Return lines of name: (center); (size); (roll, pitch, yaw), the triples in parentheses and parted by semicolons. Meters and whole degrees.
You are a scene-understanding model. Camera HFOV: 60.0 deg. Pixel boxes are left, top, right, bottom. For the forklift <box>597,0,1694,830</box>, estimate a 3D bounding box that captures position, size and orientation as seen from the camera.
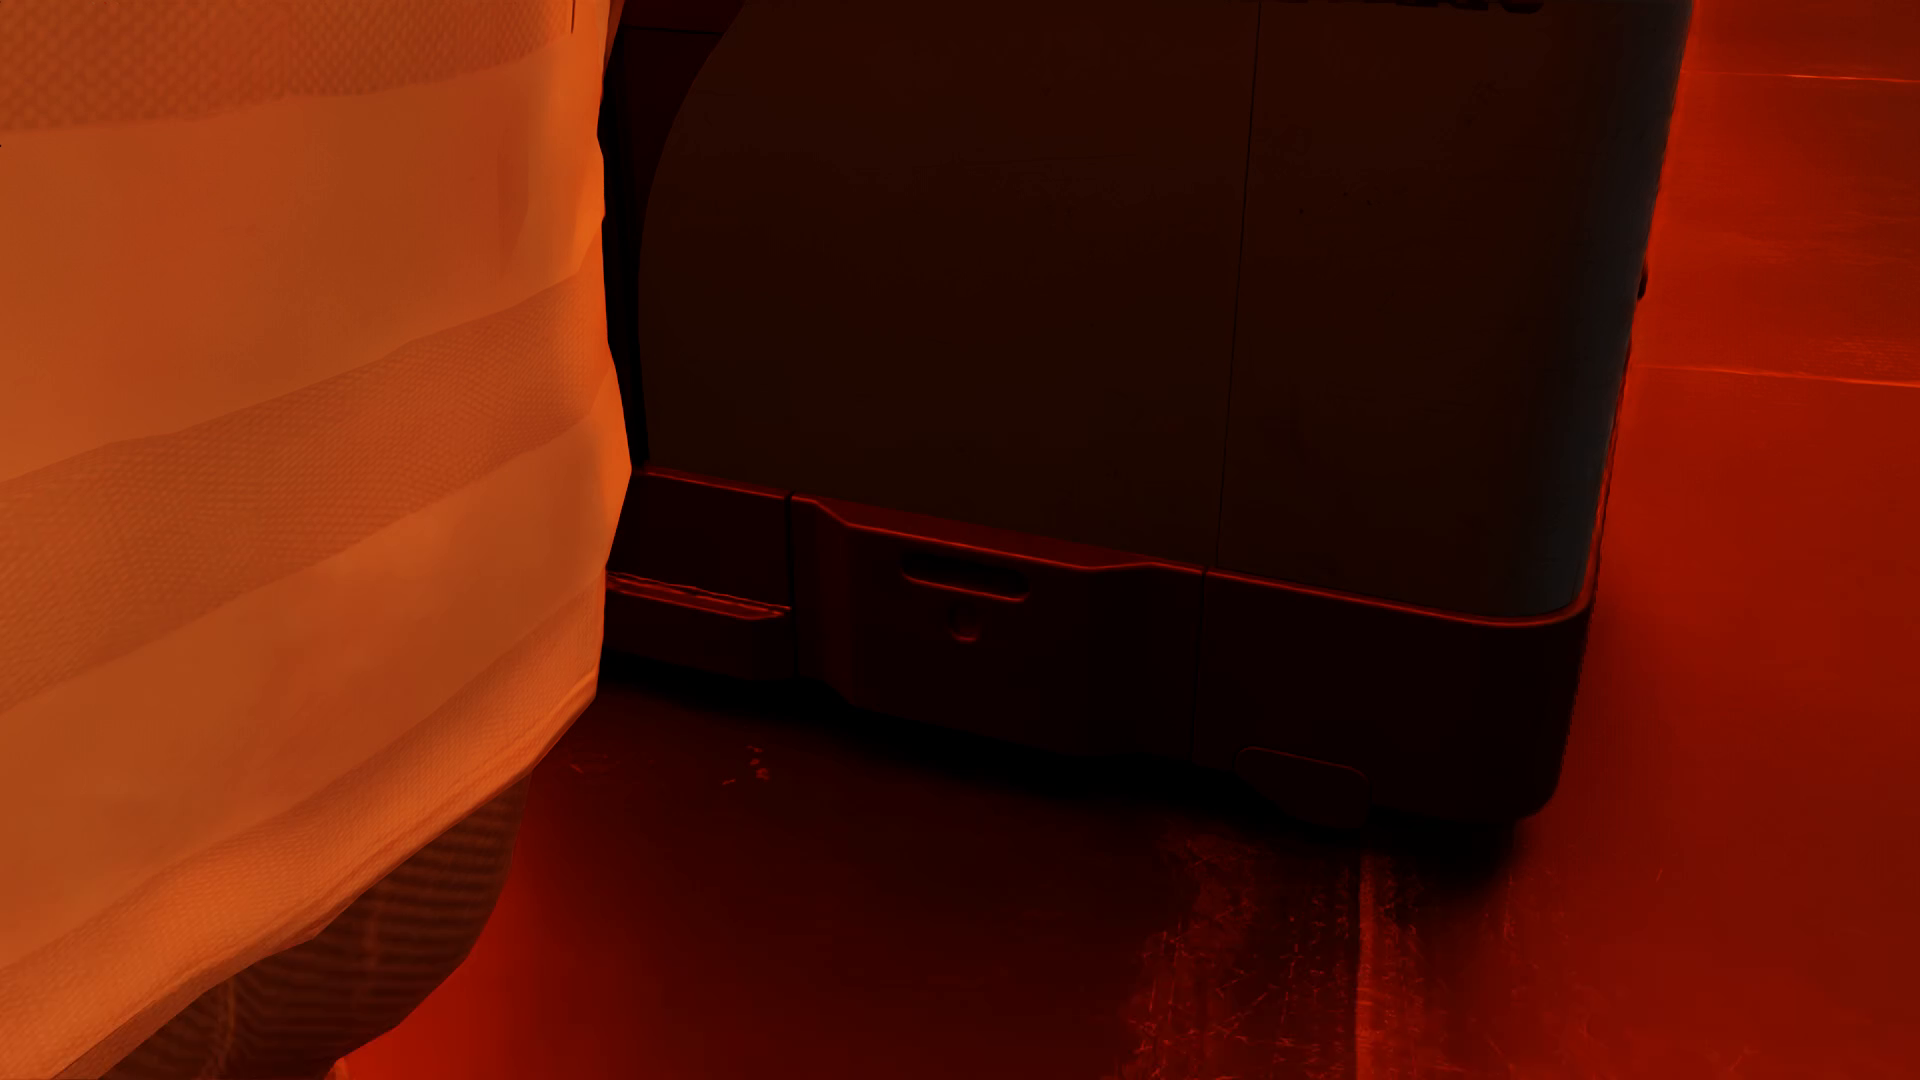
forklift: (-0.595, -1.409, 2.040); (3.031, 2.935, 1.130); (11, 29, 20)
